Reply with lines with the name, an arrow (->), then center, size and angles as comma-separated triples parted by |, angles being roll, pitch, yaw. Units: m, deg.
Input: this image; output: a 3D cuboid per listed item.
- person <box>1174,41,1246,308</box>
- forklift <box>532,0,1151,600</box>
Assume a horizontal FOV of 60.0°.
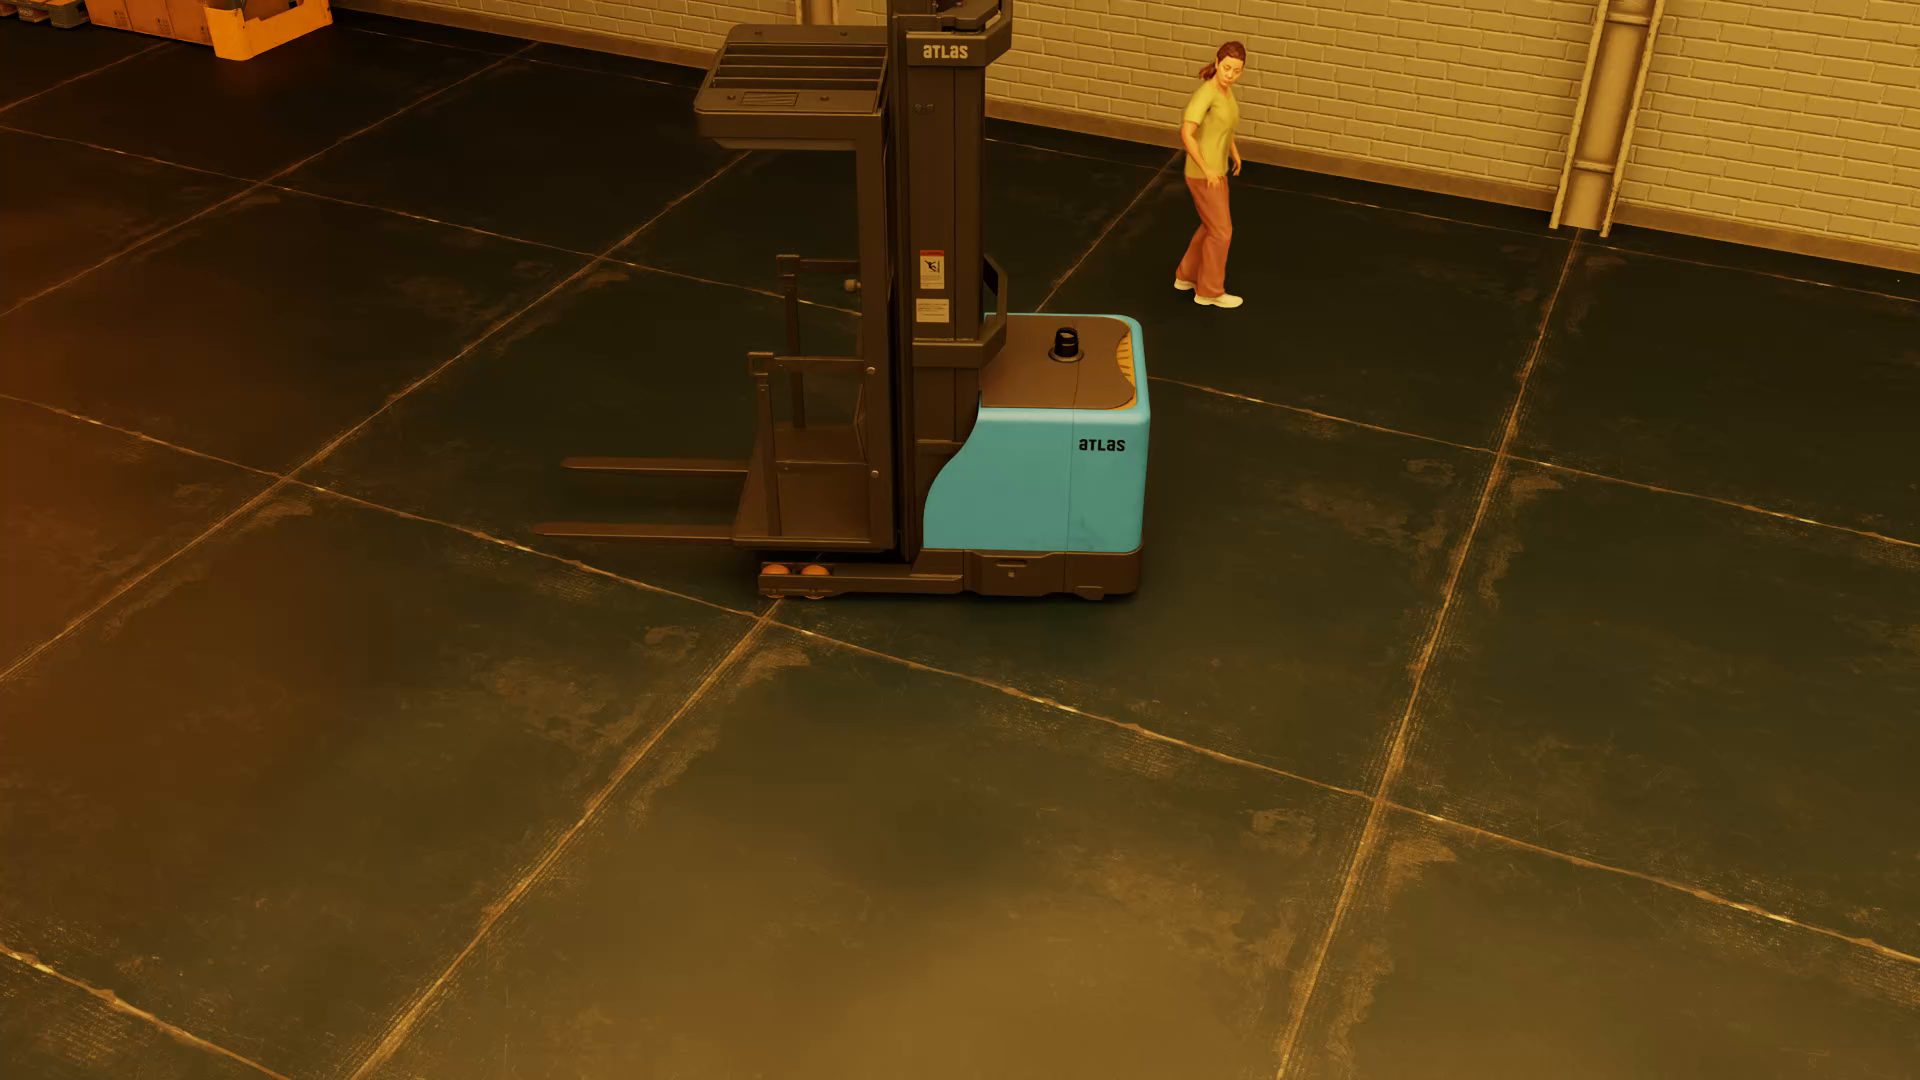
person -> 1.634, -2.291, 10.411 | 0.482, 1.647, 0.651 | 11, 37, 15
forklift -> -0.608, -1.208, 7.780 | 3.031, 2.935, 1.130 | 1, 36, 2
